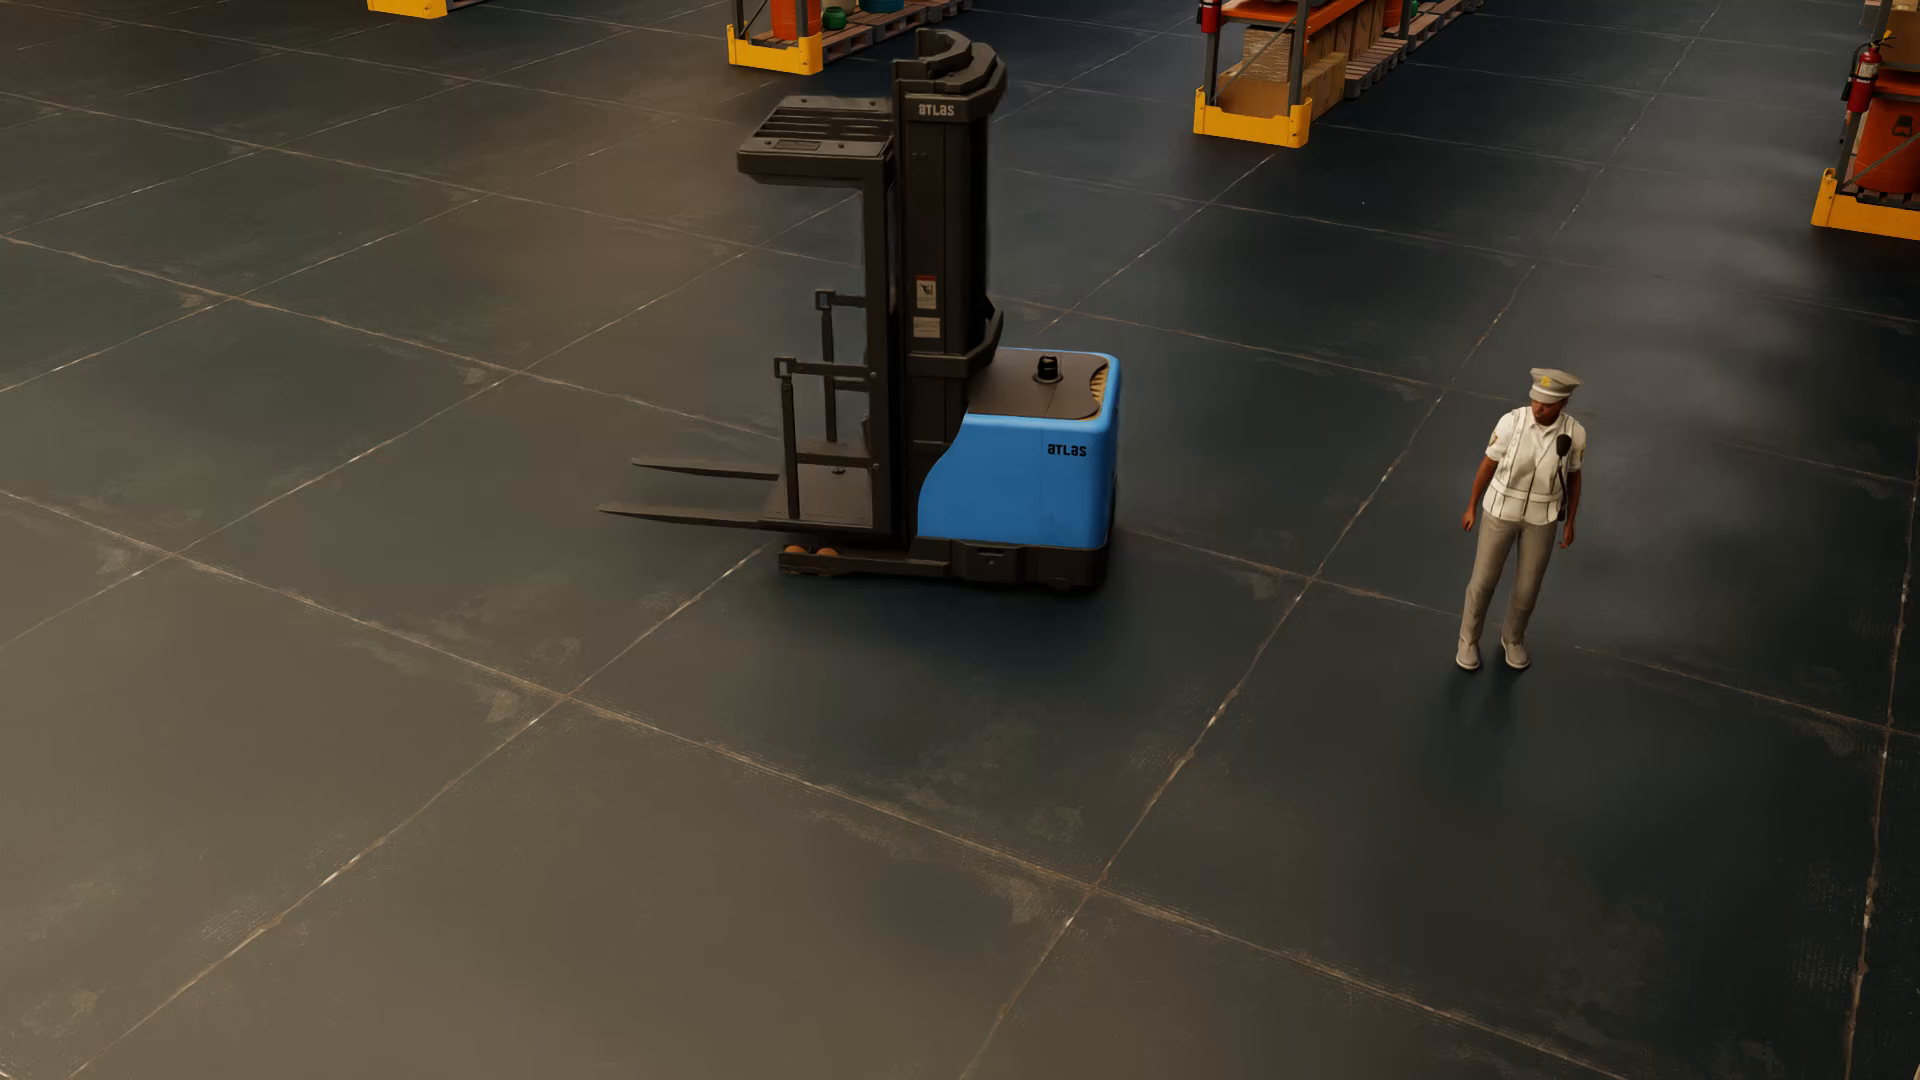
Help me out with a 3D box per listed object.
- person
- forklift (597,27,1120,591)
[{"bbox_3d":[2.866,-0.104,8.510,0.557,1.678,0.384,7,31,12],"label":"person"},{"bbox_3d":[-0.611,-1.309,9.339,3.031,2.935,1.130,4,30,8],"label":"forklift"}]
